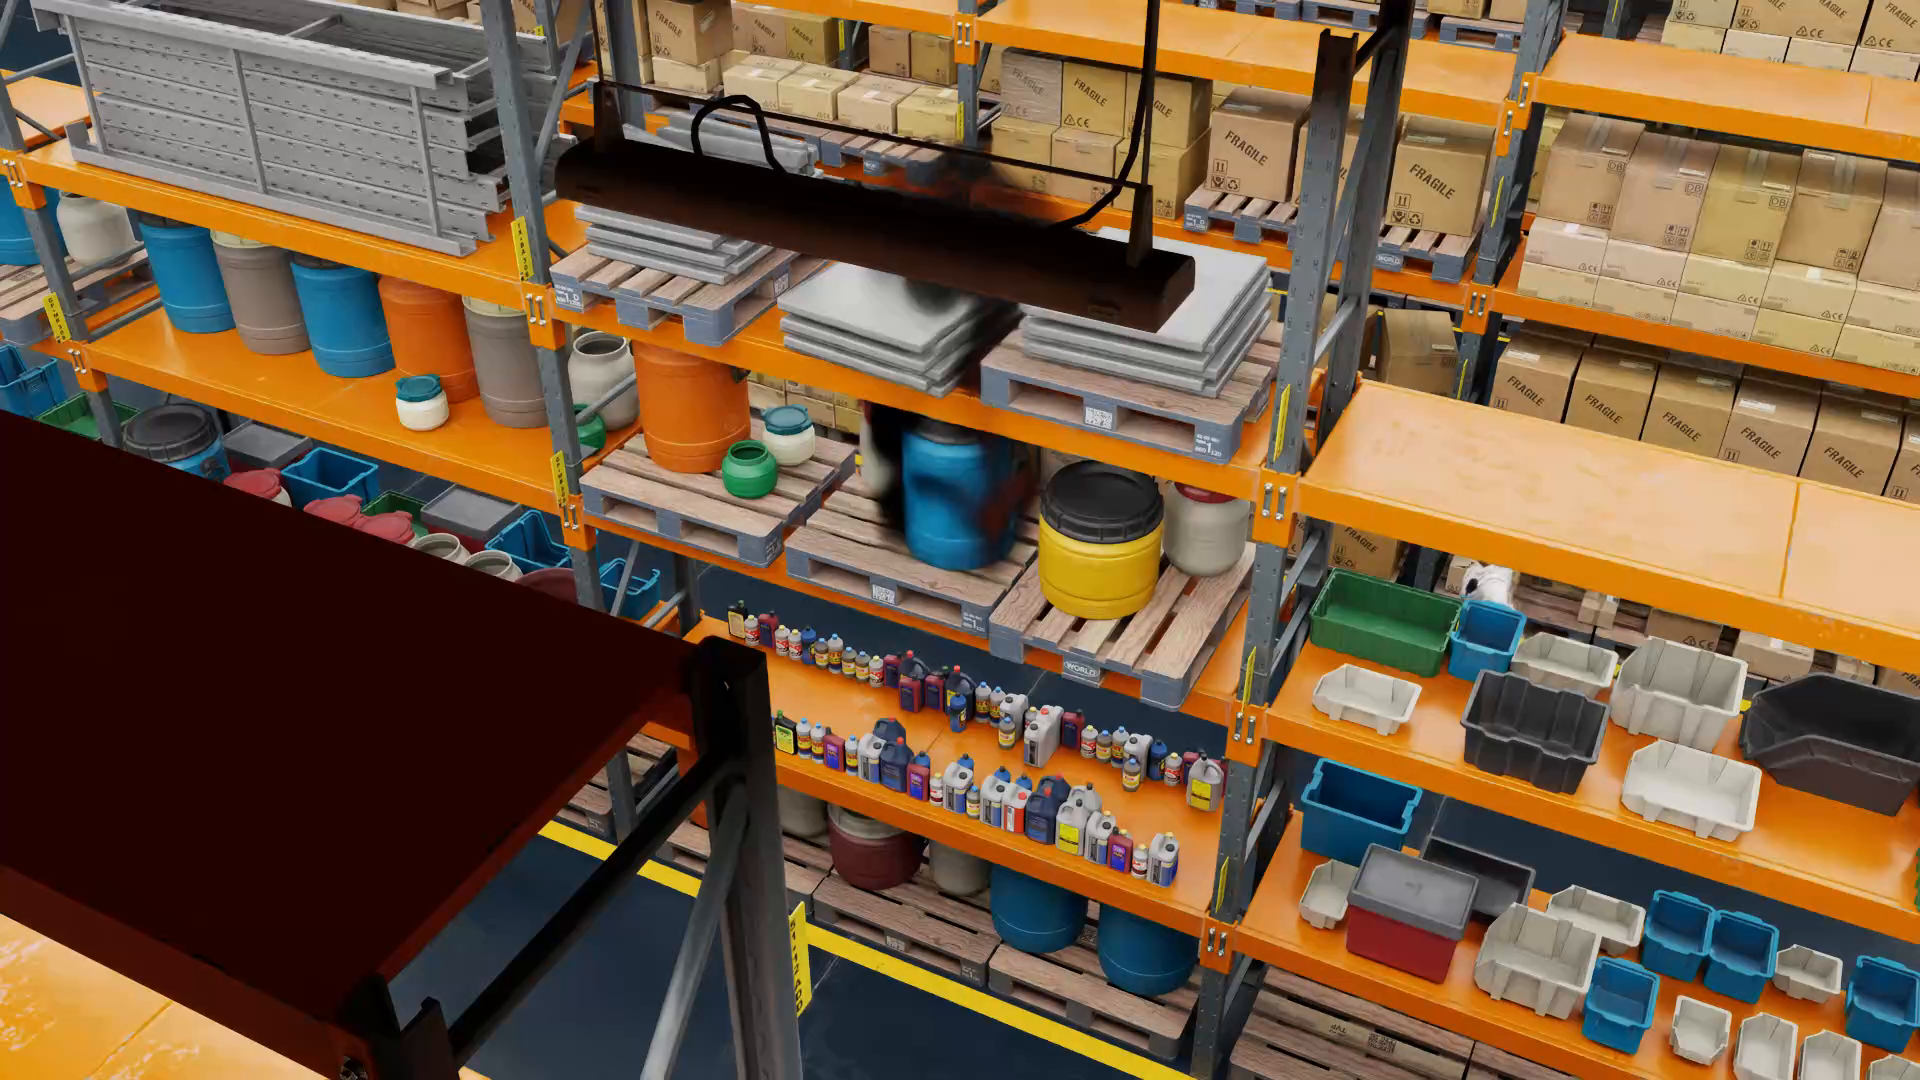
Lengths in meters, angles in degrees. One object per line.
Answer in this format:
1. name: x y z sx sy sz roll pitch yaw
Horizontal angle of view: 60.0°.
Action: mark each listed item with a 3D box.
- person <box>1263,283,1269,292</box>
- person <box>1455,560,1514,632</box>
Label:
1. person: 2.757 -2.213 15.555 0.629 1.709 0.659 9 36 13
2. person: 3.551 0.606 11.233 0.551 1.656 0.686 9 36 13
